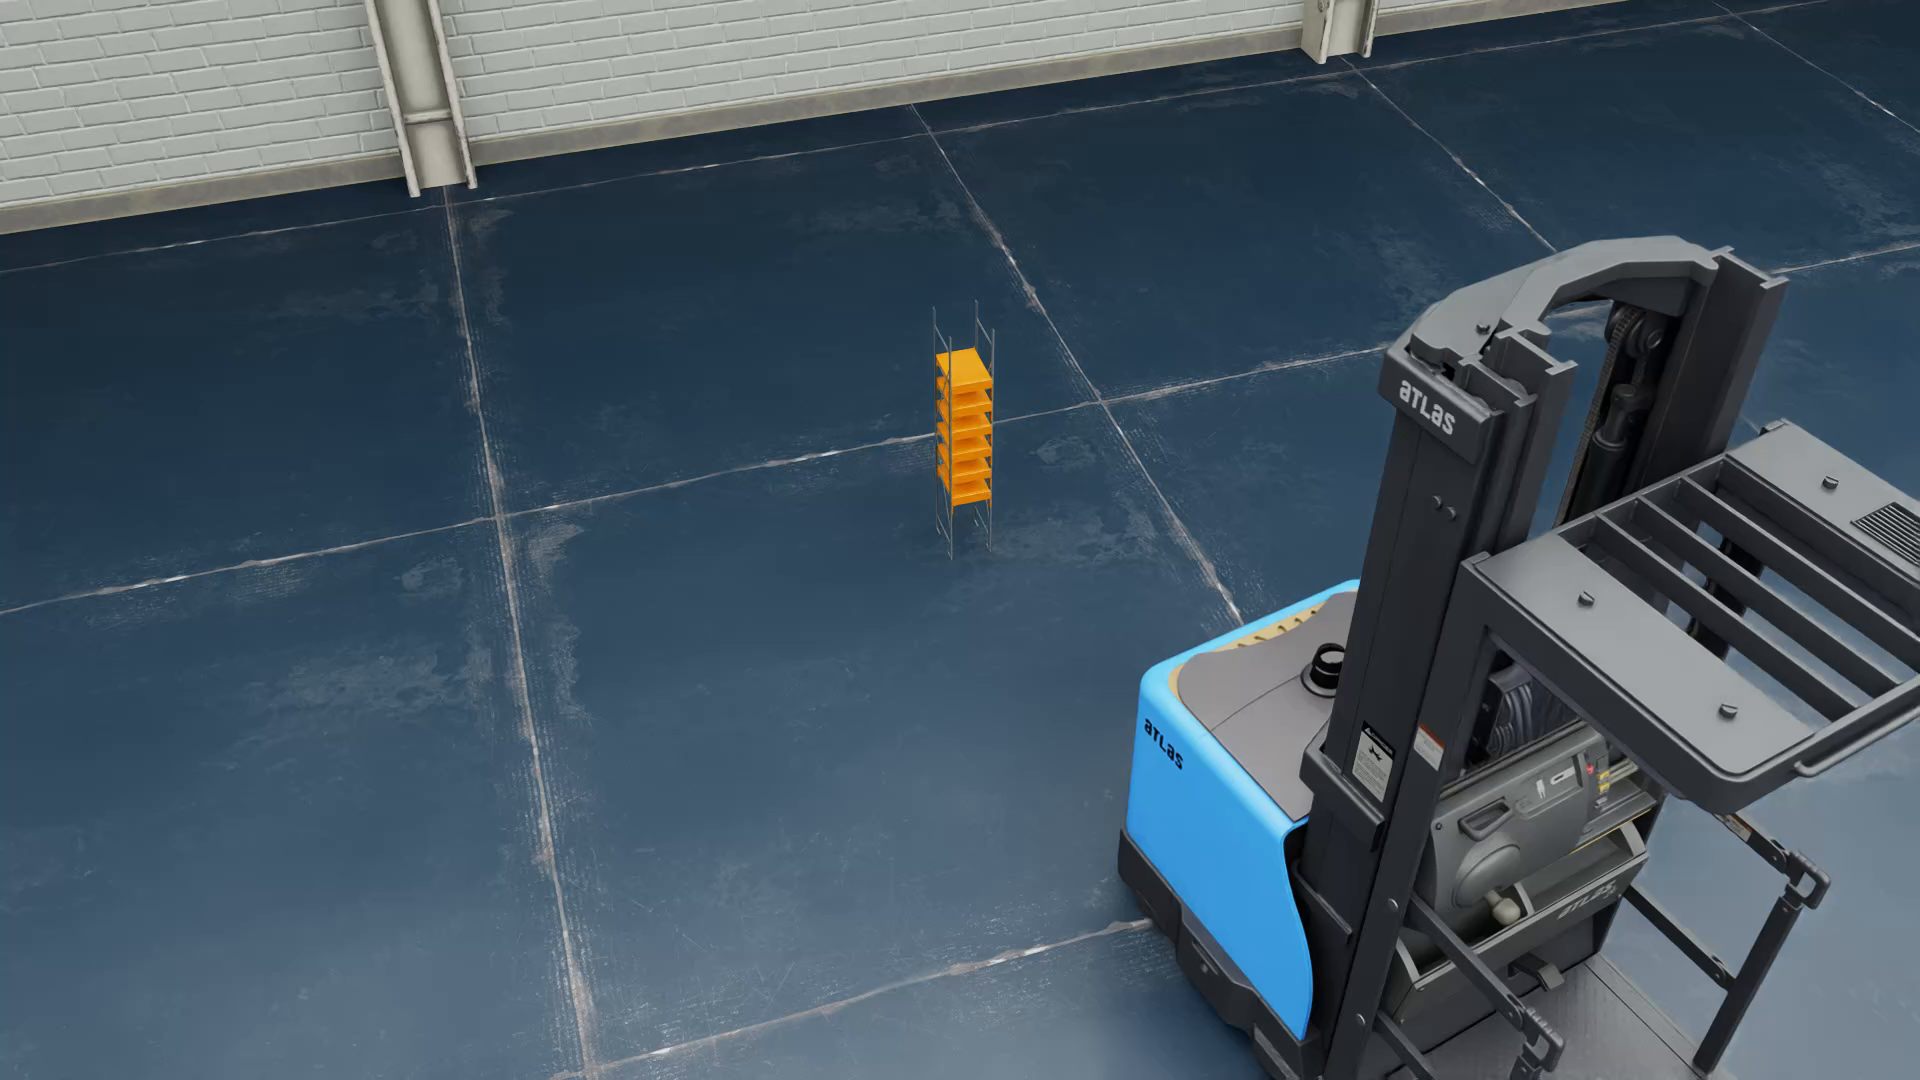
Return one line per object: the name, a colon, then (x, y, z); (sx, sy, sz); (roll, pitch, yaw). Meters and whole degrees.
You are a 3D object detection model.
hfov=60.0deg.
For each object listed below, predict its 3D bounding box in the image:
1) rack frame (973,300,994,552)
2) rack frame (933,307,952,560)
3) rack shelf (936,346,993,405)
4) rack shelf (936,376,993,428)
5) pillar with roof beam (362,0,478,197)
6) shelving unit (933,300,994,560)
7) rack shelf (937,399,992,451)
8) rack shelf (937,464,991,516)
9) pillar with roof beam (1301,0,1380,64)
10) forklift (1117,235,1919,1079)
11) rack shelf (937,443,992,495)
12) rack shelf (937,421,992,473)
rack frame: (0.101, -0.473, 7.229); (0.006, 1.200, 0.240); (-12, 42, -13)
rack frame: (-0.073, -0.437, 7.187); (0.006, 1.200, 0.240); (-12, 42, -13)
rack shelf: (0.014, -0.692, 7.000); (0.180, 0.103, 0.258); (-12, 42, -13)
rack shelf: (0.014, -0.602, 7.079); (0.180, 0.103, 0.258); (-12, 42, -13)
pillar with roof beam: (-1.850, -2.872, 4.047); (0.400, 9.000, 9.100); (-12, 42, -13)
shelving unit: (0.014, -0.455, 7.208); (0.189, 1.200, 0.258); (-12, 42, -13)
rack shelf: (0.014, -0.512, 7.158); (0.180, 0.103, 0.258); (-12, 42, -13)
rack shelf: (0.014, -0.241, 7.395); (0.180, 0.103, 0.258); (-12, 42, -13)
pillar with roof beam: (3.873, -4.058, 5.405); (0.400, 9.000, 9.100); (-12, 42, -13)
forklift: (1.753, 0.817, 4.437); (1.130, 2.935, 3.031); (-21, 45, -22)
rack shelf: (0.014, -0.331, 7.316); (0.180, 0.103, 0.258); (-12, 42, -13)
rack shelf: (0.014, -0.421, 7.237); (0.180, 0.103, 0.258); (-12, 42, -13)
